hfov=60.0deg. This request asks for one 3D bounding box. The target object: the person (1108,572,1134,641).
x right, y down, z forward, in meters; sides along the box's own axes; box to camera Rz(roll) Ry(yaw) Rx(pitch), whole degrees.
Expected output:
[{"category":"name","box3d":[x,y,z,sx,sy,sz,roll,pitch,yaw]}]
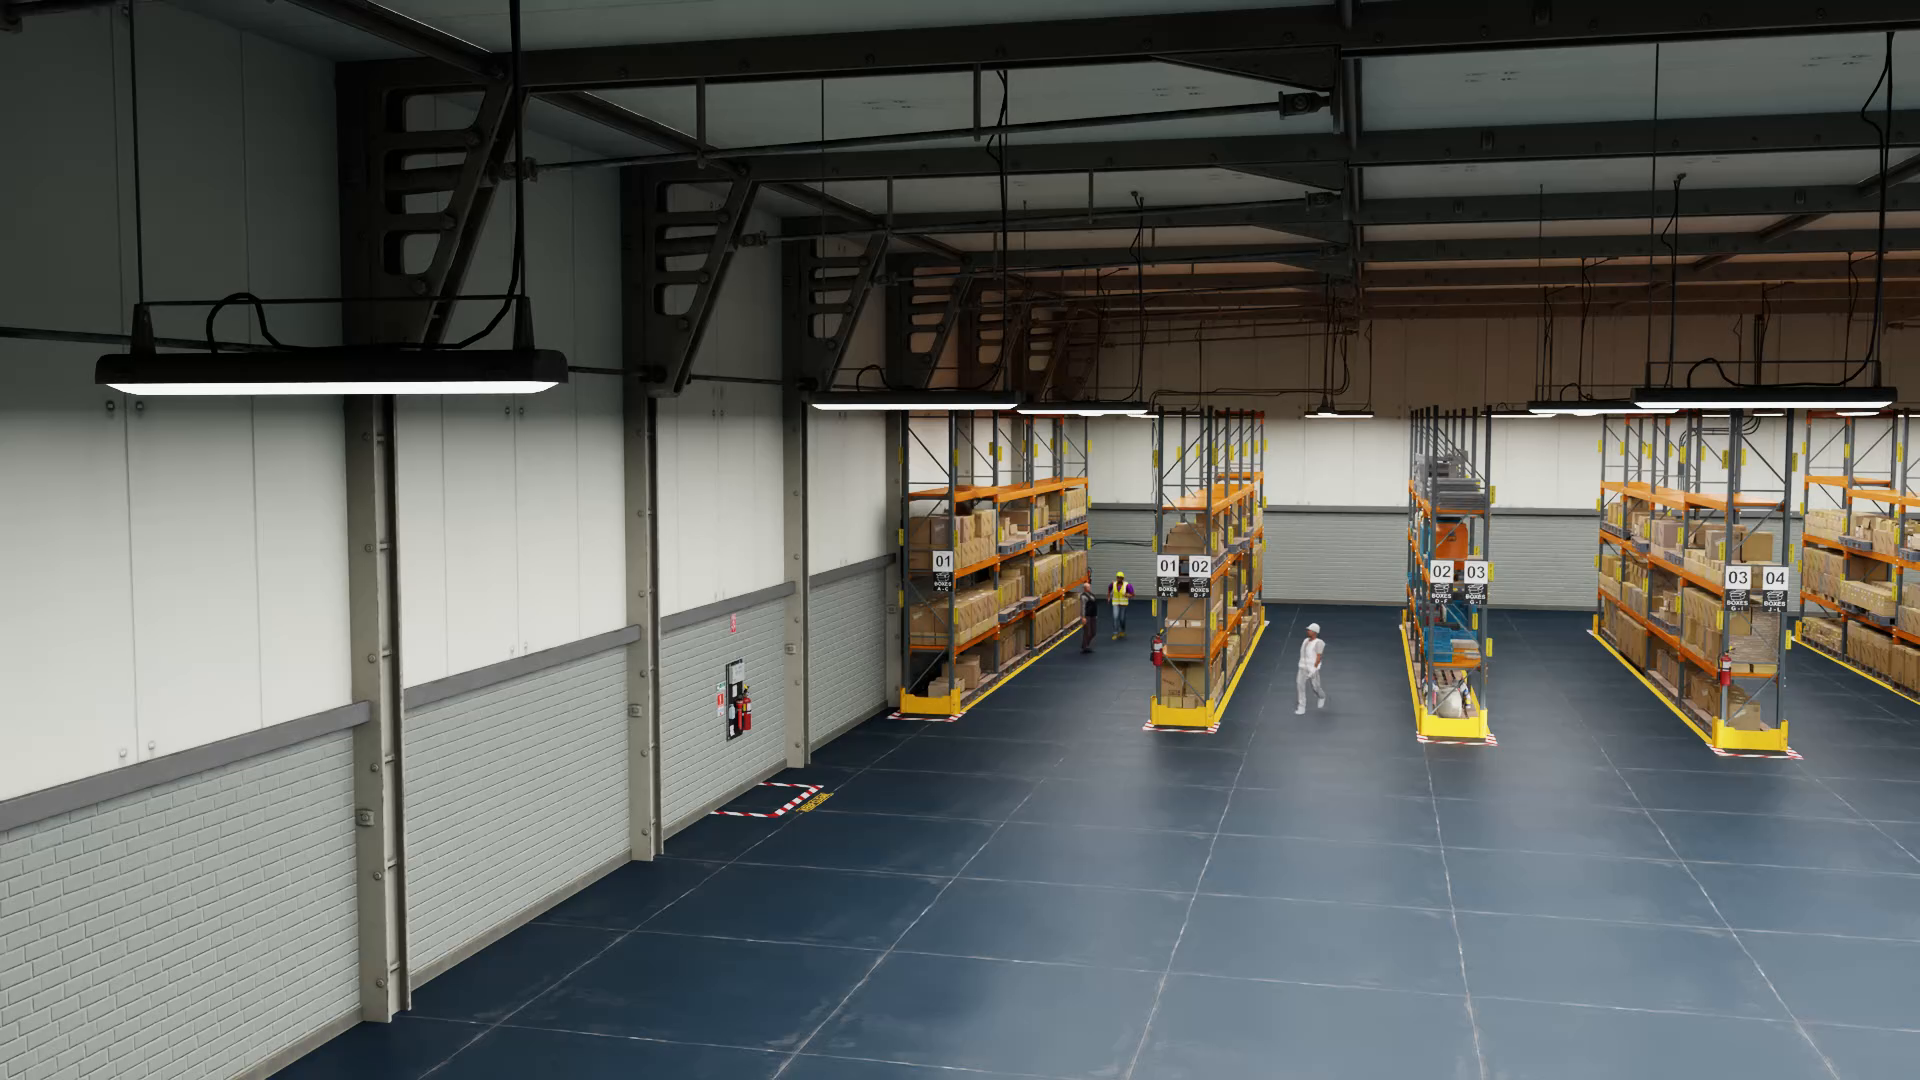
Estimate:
[{"category":"person","box3d":[4.186,1.701,43.396,0.722,1.737,0.996,1,4,11]}]

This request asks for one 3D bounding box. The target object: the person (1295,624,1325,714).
[{"category":"person","box3d":[6.879,2.507,32.489,0.513,1.745,0.919,3,5,33]}]

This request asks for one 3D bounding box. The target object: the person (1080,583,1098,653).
[{"category":"person","box3d":[3.177,1.915,41.154,0.452,1.725,0.594,3,5,38]}]

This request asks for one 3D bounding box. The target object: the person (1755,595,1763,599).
[{"category":"person","box3d":[22.134,1.652,45.948,0.403,1.537,0.881,2,5,28]}]
